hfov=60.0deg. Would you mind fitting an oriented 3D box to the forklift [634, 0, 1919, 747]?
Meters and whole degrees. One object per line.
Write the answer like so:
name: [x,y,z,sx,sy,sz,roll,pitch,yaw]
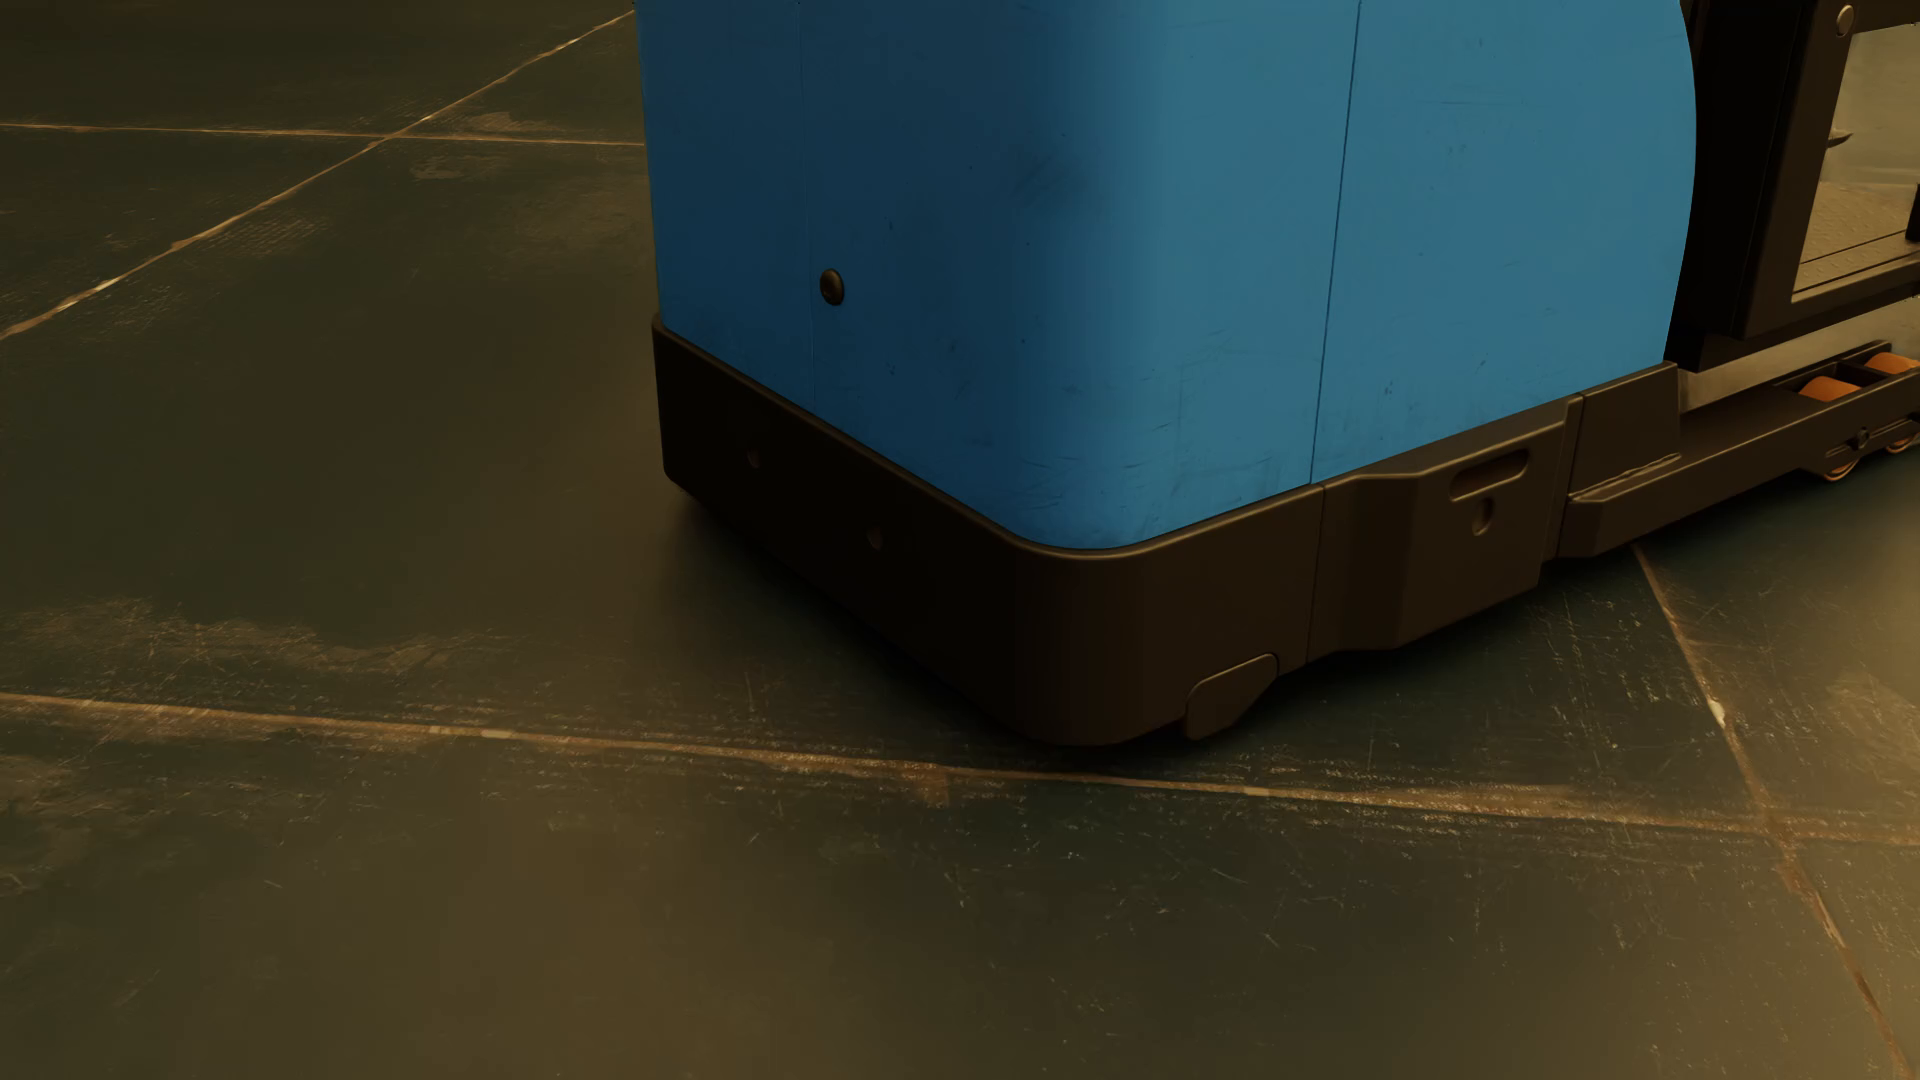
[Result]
forklift: [1.037,-1.580,2.383,3.031,2.935,1.130,-18,32,-32]
